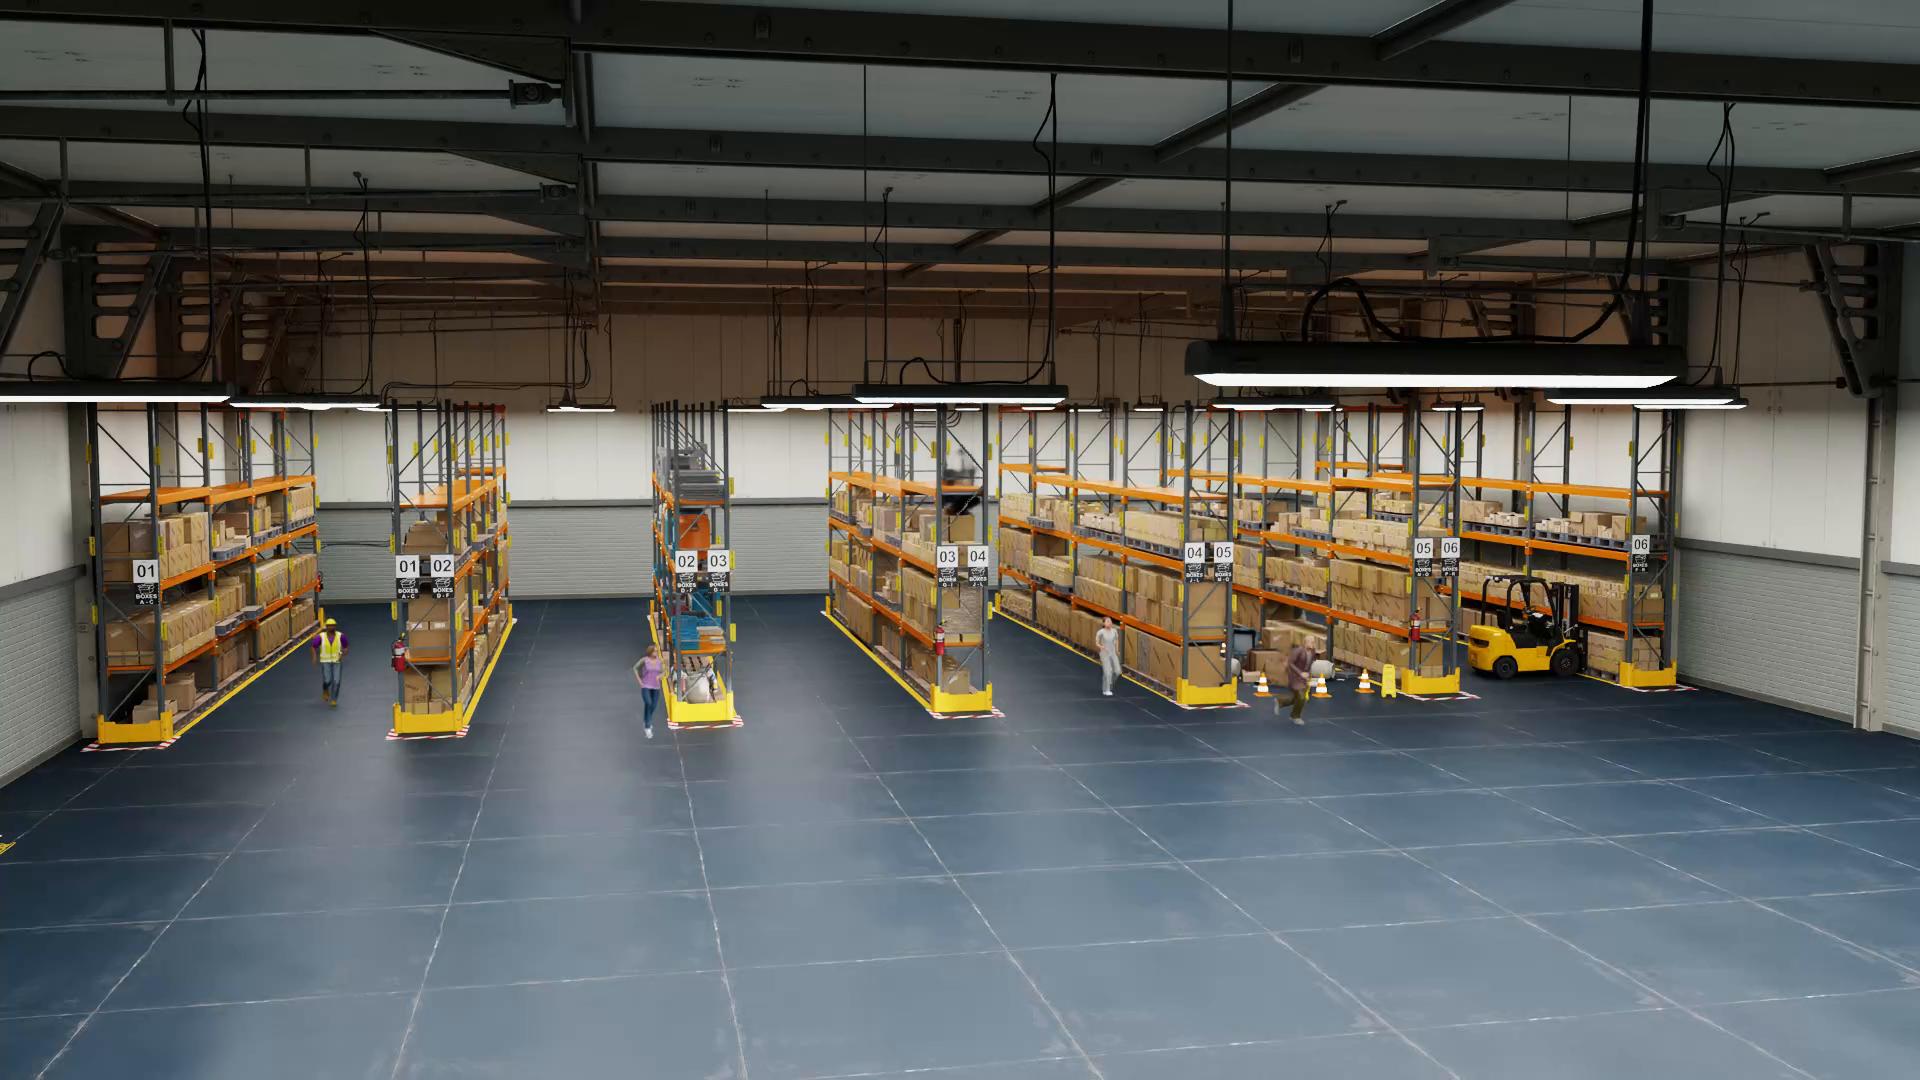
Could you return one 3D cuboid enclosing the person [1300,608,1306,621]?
[{"bbox_3d":[9.019,1.565,44.126,0.585,1.670,0.638,-1,4,-12],"label":"person"}]

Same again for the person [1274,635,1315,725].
[{"bbox_3d":[6.262,2.586,30.917,0.733,1.675,0.858,-4,6,-43],"label":"person"}]

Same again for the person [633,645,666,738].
[{"bbox_3d":[-5.529,2.689,29.834,0.541,1.570,0.854,-3,5,-34],"label":"person"}]

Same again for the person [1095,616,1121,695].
[{"bbox_3d":[3.029,2.356,33.781,0.539,1.626,0.541,-1,5,-18],"label":"person"}]

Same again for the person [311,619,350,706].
[{"bbox_3d":[-12.331,2.403,32.617,0.705,1.722,0.578,-2,5,-26],"label":"person"}]
